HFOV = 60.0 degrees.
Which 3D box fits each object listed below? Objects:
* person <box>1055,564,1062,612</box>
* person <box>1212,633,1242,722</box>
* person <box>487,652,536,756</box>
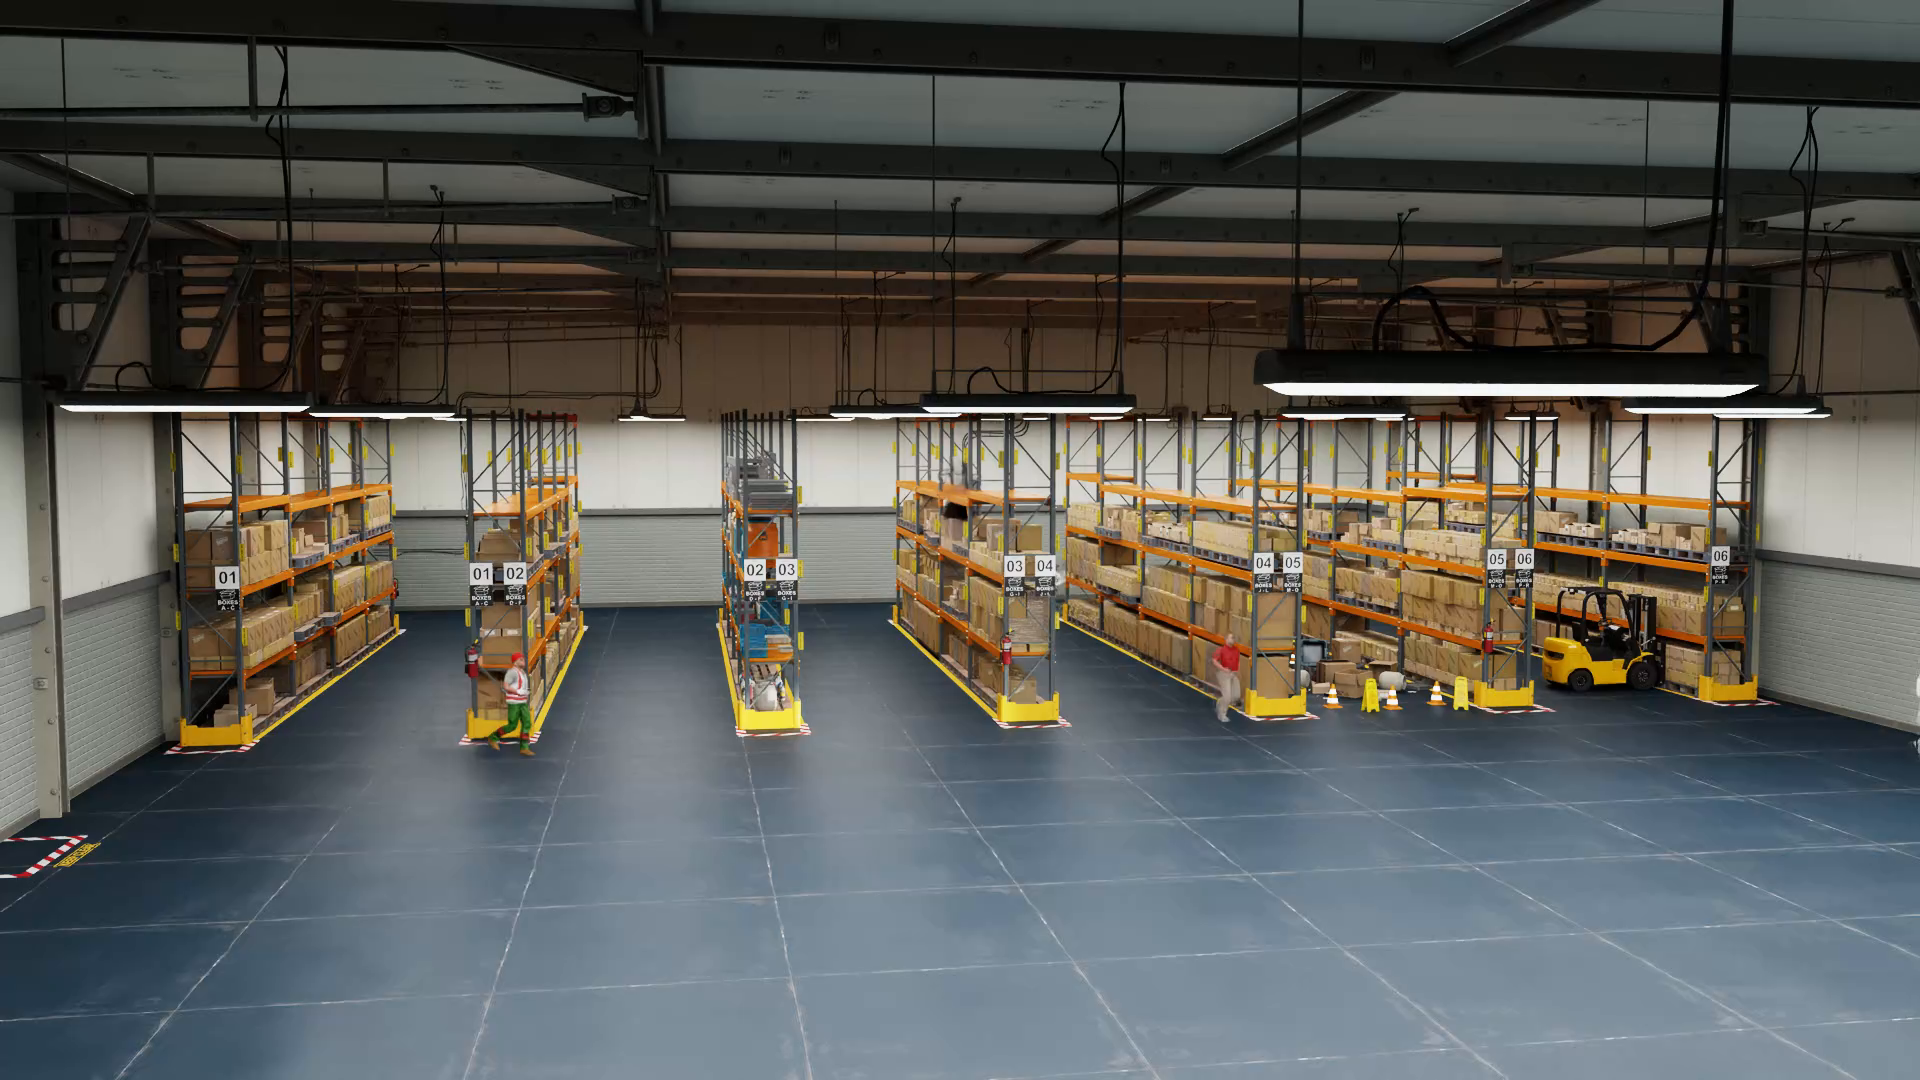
[{"bbox_3d":[2.799,1.480,49.300,0.644,1.660,0.654,-3,5,-34],"label":"person"},{"bbox_3d":[5.190,2.647,32.154,0.694,1.684,0.569,-3,5,-33],"label":"person"},{"bbox_3d":[-7.725,2.833,28.827,0.866,1.782,0.668,1,4,13],"label":"person"}]
